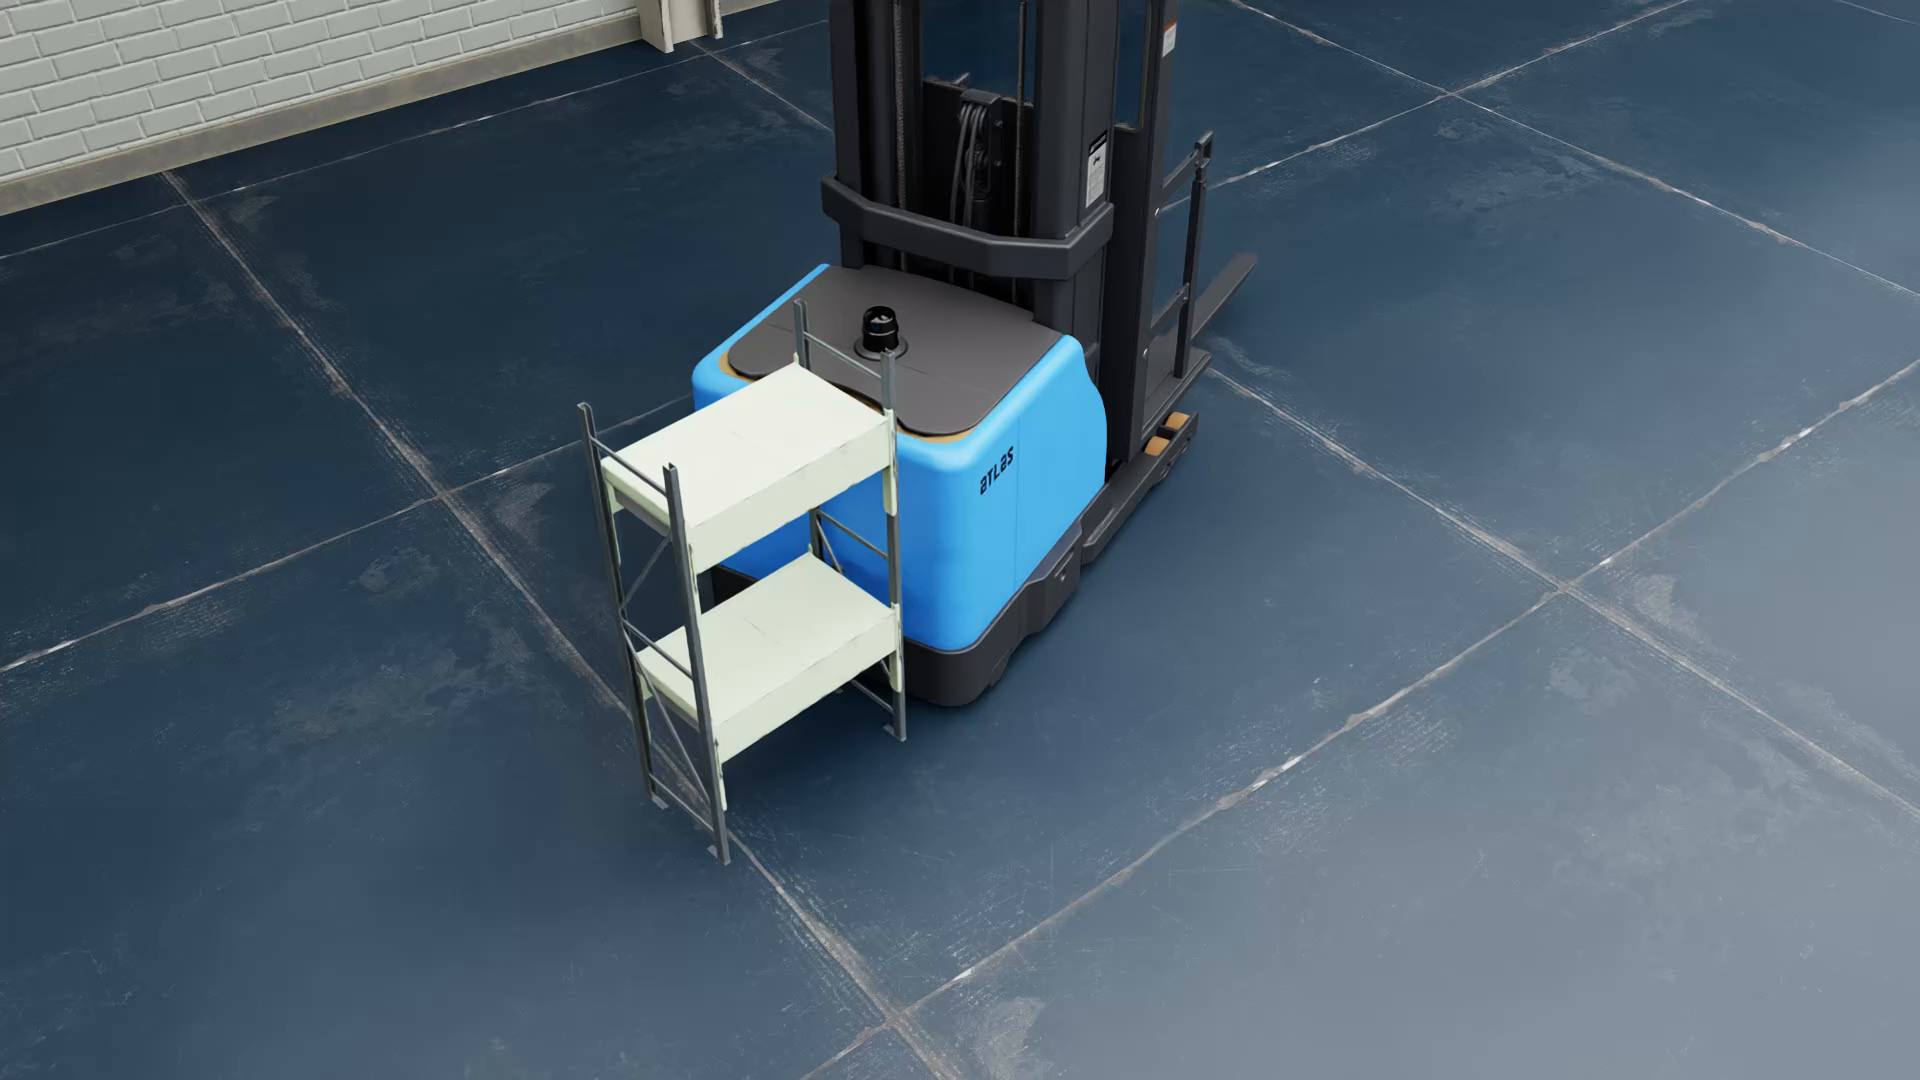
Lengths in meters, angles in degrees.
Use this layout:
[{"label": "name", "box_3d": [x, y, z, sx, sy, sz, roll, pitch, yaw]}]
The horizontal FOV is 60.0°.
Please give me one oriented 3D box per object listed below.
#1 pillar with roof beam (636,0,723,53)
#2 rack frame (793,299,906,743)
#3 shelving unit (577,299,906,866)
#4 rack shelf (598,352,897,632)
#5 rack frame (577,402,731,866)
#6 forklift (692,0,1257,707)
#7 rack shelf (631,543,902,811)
[{"label": "pillar with roof beam", "box_3d": [0.966, -4.313, 4.412, 0.400, 9.000, 9.100, -26, 46, -28]}, {"label": "rack frame", "box_3d": [-0.325, -0.011, 5.081, 0.023, 1.500, 0.400, -32, 49, -33]}, {"label": "shelving unit", "box_3d": [-0.585, 0.152, 4.882, 0.755, 1.500, 0.431, -32, 49, -33]}, {"label": "rack shelf", "box_3d": [-0.585, -0.150, 4.635, 0.720, 0.370, 0.431, -32, 49, -33]}, {"label": "rack frame", "box_3d": [-0.845, 0.315, 4.683, 0.023, 1.500, 0.400, -32, 49, -33]}, {"label": "forklift", "box_3d": [0.298, -1.504, 5.772, 1.130, 2.935, 3.031, 20, 43, 22]}, {"label": "rack shelf", "box_3d": [-0.585, 0.404, 5.089, 0.720, 0.370, 0.431, -32, 49, -33]}]
